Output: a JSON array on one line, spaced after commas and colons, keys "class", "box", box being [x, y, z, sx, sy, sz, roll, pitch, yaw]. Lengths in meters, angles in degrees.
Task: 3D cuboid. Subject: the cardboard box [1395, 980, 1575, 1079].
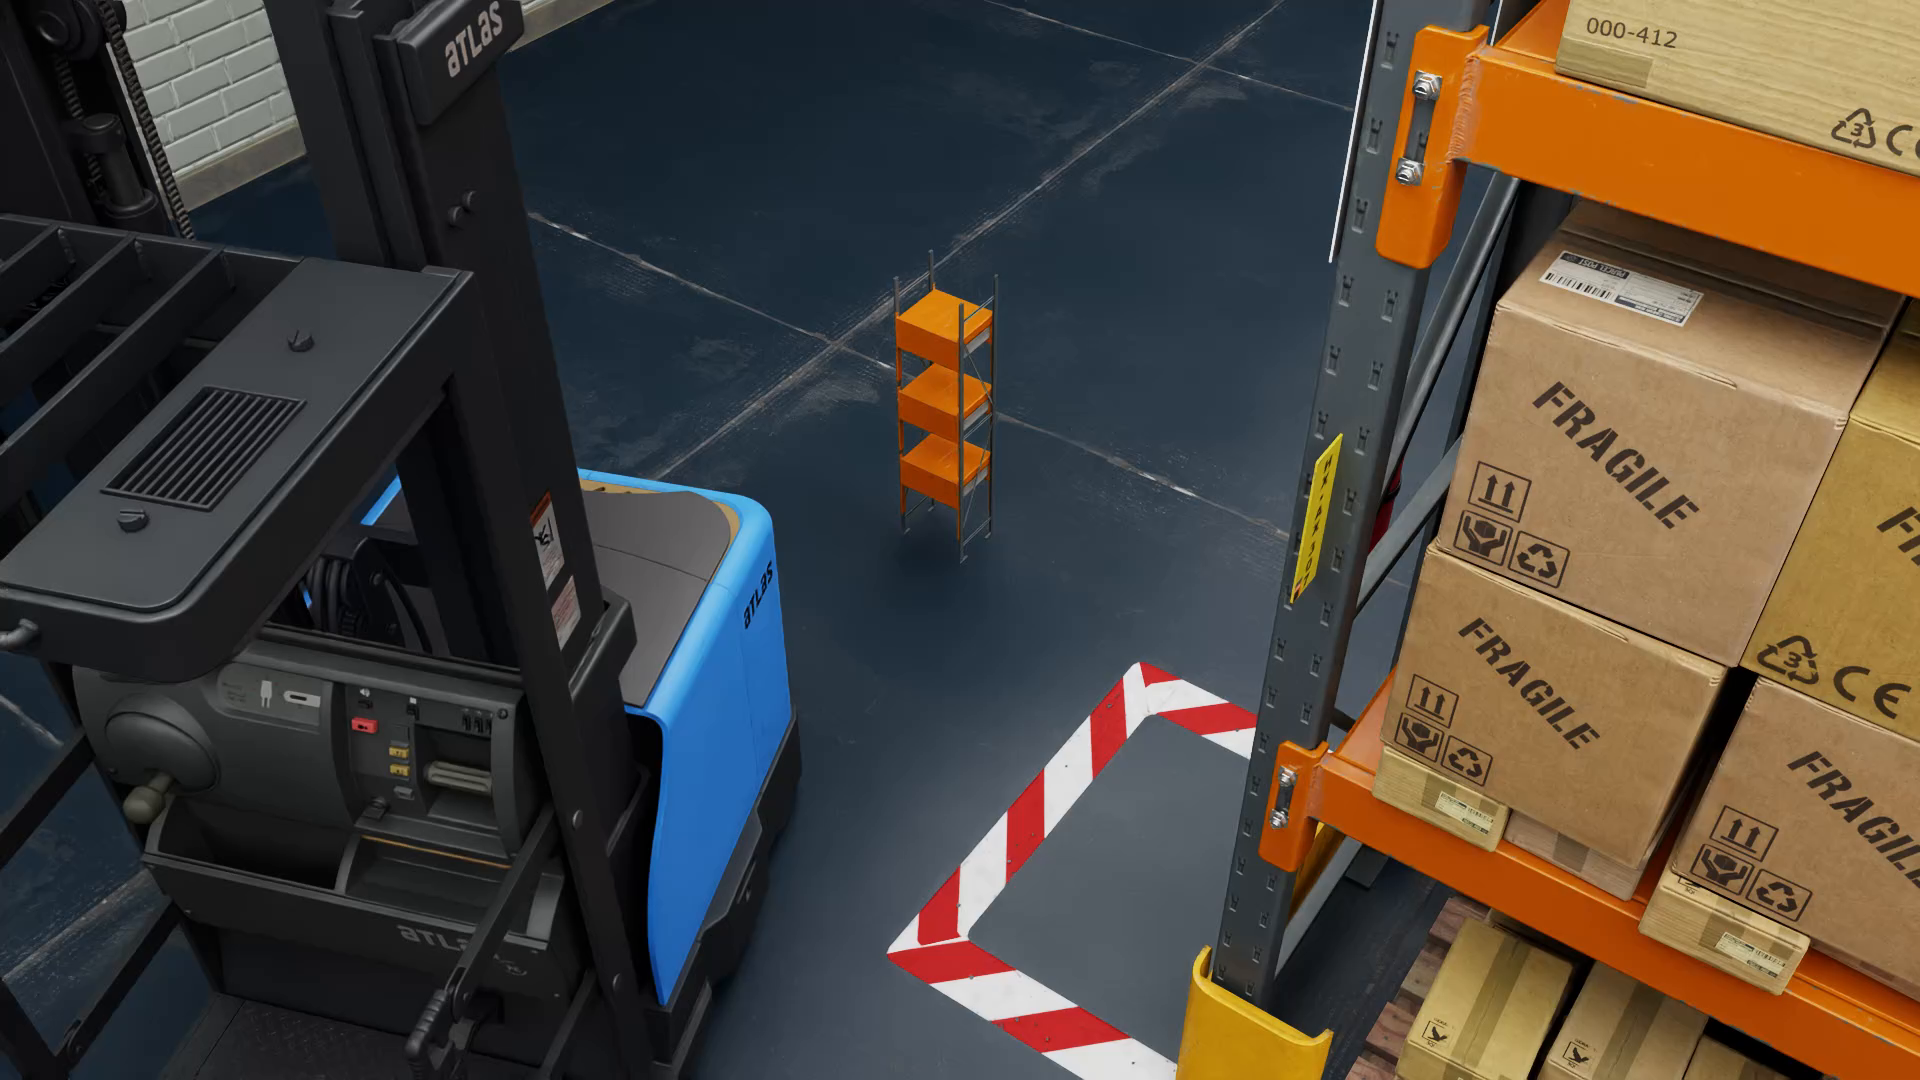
[{"class": "cardboard box", "box": [1.213, 1.128, 3.840, 0.250, 0.149, 0.380, 27, 48, 27]}]

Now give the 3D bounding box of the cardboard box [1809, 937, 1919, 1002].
[{"class": "cardboard box", "box": [1.721, 0.620, 2.996, 0.250, 0.149, 0.380, 27, 49, 27]}]

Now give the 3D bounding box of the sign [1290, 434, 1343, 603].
[{"class": "sign", "box": [0.620, -0.034, 2.890, 0.005, 0.325, 0.100, 25, 48, 25]}]

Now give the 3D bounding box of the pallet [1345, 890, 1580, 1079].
[{"class": "pallet", "box": [1.638, 1.391, 4.037, 1.213, 0.211, 1.003, 25, 48, 25]}]

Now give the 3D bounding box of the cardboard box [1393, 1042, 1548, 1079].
[{"class": "cardboard box", "box": [1.176, 1.273, 3.900, 0.250, 0.149, 0.380, 26, 48, 26]}]

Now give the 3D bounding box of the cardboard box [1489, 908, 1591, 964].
[{"class": "cardboard box", "box": [1.527, 0.833, 4.169, 0.250, 0.149, 0.380, 24, 47, 24]}]

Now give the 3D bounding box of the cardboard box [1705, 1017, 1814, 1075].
[{"class": "cardboard box", "box": [1.953, 1.031, 3.948, 0.250, 0.149, 0.380, 23, 47, 24]}]

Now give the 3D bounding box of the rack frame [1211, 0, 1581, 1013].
[{"class": "rack frame", "box": [0.931, -0.008, 3.509, 0.127, 3.000, 1.000, 25, 48, 25]}]

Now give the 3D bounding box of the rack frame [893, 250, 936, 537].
[{"class": "rack frame", "box": [-0.144, -0.458, 5.475, 0.008, 1.050, 0.200, 25, 48, 25]}]

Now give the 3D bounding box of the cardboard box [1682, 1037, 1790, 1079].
[{"class": "cardboard box", "box": [1.592, 1.269, 3.460, 0.250, 0.149, 0.380, 25, 47, 25]}]

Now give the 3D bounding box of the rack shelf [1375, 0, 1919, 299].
[{"class": "rack shelf", "box": [2.568, -0.092, 1.893, 4.000, 0.370, 1.077, 25, 48, 25]}]

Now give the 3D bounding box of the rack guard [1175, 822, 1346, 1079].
[{"class": "rack guard", "box": [0.993, 0.953, 4.310, 0.348, 0.500, 1.175, 25, 48, 25]}]

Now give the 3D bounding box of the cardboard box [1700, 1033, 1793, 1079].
[{"class": "cardboard box", "box": [1.655, 1.309, 3.638, 0.250, 0.149, 0.380, 26, 48, 26]}]

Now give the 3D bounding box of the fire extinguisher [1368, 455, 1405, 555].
[{"class": "fire extinguisher", "box": [0.990, -0.189, 4.049, 0.183, 0.674, 0.296, 25, 48, 25]}]

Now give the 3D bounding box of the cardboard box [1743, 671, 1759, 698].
[{"class": "cardboard box", "box": [1.865, 0.076, 3.118, 0.500, 0.500, 0.500, 24, 47, 25]}]

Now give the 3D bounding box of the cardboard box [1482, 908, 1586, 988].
[{"class": "cardboard box", "box": [1.482, 0.986, 4.222, 0.250, 0.149, 0.380, 26, 48, 26]}]

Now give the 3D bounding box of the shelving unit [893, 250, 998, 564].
[{"class": "shelving unit", "box": [-0.044, -0.412, 5.423, 0.252, 1.050, 0.215, 25, 48, 25]}]

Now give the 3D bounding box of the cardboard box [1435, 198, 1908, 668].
[{"class": "cardboard box", "box": [1.146, -0.212, 2.689, 0.500, 0.500, 0.500, 25, 47, 25]}]

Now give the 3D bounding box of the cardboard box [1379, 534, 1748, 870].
[{"class": "cardboard box", "box": [1.140, 0.167, 3.016, 0.500, 0.500, 0.500, 27, 49, 27]}]

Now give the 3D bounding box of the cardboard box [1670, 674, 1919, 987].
[{"class": "cardboard box", "box": [1.593, 0.358, 2.803, 0.500, 0.500, 0.500, 25, 48, 25]}]

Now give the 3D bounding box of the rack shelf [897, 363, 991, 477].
[{"class": "rack shelf", "box": [-0.044, -0.404, 5.430, 0.240, 0.259, 0.215, 25, 48, 25]}]

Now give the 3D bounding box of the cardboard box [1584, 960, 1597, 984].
[{"class": "cardboard box", "box": [1.710, 0.963, 4.024, 0.250, 0.149, 0.380, 24, 47, 24]}]

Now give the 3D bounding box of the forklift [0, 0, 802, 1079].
[{"class": "forklift", "box": [-1.318, 0.478, 3.017, 1.130, 2.935, 3.031, 9, 43, 10]}]

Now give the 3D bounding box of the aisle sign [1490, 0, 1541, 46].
[{"class": "aisle sign", "box": [1.043, -1.168, 2.857, 0.004, 0.787, 0.394, 25, 48, 25]}]

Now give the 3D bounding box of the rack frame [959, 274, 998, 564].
[{"class": "rack frame", "box": [0.056, -0.365, 5.371, 0.008, 1.050, 0.200, 25, 48, 25]}]

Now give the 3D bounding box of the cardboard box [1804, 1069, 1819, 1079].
[{"class": "cardboard box", "box": [2.127, 1.264, 3.910, 0.250, 0.149, 0.380, 26, 48, 26]}]

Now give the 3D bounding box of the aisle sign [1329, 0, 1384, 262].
[{"class": "aisle sign", "box": [0.699, -0.841, 2.491, 0.004, 0.787, 0.394, 25, 48, 25]}]

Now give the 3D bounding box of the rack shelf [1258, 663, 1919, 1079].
[{"class": "rack shelf", "box": [2.568, 1.026, 2.893, 4.000, 0.370, 1.077, 25, 48, 25]}]

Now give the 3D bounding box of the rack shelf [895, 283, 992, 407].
[{"class": "rack shelf", "box": [-0.044, -0.615, 5.241, 0.240, 0.259, 0.215, 25, 48, 25]}]

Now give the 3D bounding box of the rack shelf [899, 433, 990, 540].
[{"class": "rack shelf", "box": [-0.044, -0.197, 5.615, 0.240, 0.259, 0.215, 25, 48, 25]}]

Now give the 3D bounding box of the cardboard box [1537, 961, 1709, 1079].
[{"class": "cardboard box", "box": [1.460, 1.102, 3.645, 0.250, 0.149, 0.380, 26, 48, 26]}]

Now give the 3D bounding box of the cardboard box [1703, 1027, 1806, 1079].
[{"class": "cardboard box", "box": [1.917, 1.177, 4.008, 0.250, 0.149, 0.380, 25, 47, 25]}]

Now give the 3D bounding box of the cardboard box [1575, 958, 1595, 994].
[{"class": "cardboard box", "box": [1.750, 1.029, 4.174, 0.250, 0.149, 0.380, 27, 48, 27]}]

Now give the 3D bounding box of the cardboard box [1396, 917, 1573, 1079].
[{"class": "cardboard box", "box": [1.165, 1.062, 3.690, 0.250, 0.149, 0.380, 23, 47, 24]}]

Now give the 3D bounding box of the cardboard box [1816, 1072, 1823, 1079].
[{"class": "cardboard box", "box": [2.114, 1.191, 3.770, 0.250, 0.149, 0.380, 25, 47, 25]}]

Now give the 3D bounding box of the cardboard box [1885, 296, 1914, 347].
[{"class": "cardboard box", "box": [1.448, -0.489, 2.999, 0.500, 0.500, 0.500, 24, 47, 25]}]

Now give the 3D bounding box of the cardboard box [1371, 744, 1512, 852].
[{"class": "cardboard box", "box": [1.008, 0.389, 3.254, 0.250, 0.149, 0.380, 25, 47, 25]}]

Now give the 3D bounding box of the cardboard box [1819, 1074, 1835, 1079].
[{"class": "cardboard box", "box": [1.843, 1.318, 3.404, 0.250, 0.149, 0.380, 23, 47, 23]}]

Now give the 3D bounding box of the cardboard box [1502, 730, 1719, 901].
[{"class": "cardboard box", "box": [1.240, 0.464, 3.171, 0.250, 0.149, 0.380, 27, 48, 27]}]

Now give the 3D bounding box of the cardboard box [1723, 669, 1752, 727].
[{"class": "cardboard box", "box": [1.756, 0.260, 3.399, 0.250, 0.149, 0.380, 25, 47, 25]}]

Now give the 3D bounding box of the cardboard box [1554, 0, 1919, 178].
[{"class": "cardboard box", "box": [1.152, -0.758, 2.211, 0.500, 0.250, 0.500, 27, 48, 27]}]

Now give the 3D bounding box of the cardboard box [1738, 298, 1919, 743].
[{"class": "cardboard box", "box": [1.563, -0.022, 2.477, 0.500, 0.500, 0.500, 26, 48, 26]}]

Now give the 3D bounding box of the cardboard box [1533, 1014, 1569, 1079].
[{"class": "cardboard box", "box": [1.437, 1.329, 3.838, 0.250, 0.149, 0.380, 25, 47, 25]}]

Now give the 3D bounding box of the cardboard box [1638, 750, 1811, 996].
[{"class": "cardboard box", "box": [1.430, 0.596, 3.023, 0.250, 0.149, 0.380, 24, 47, 24]}]
